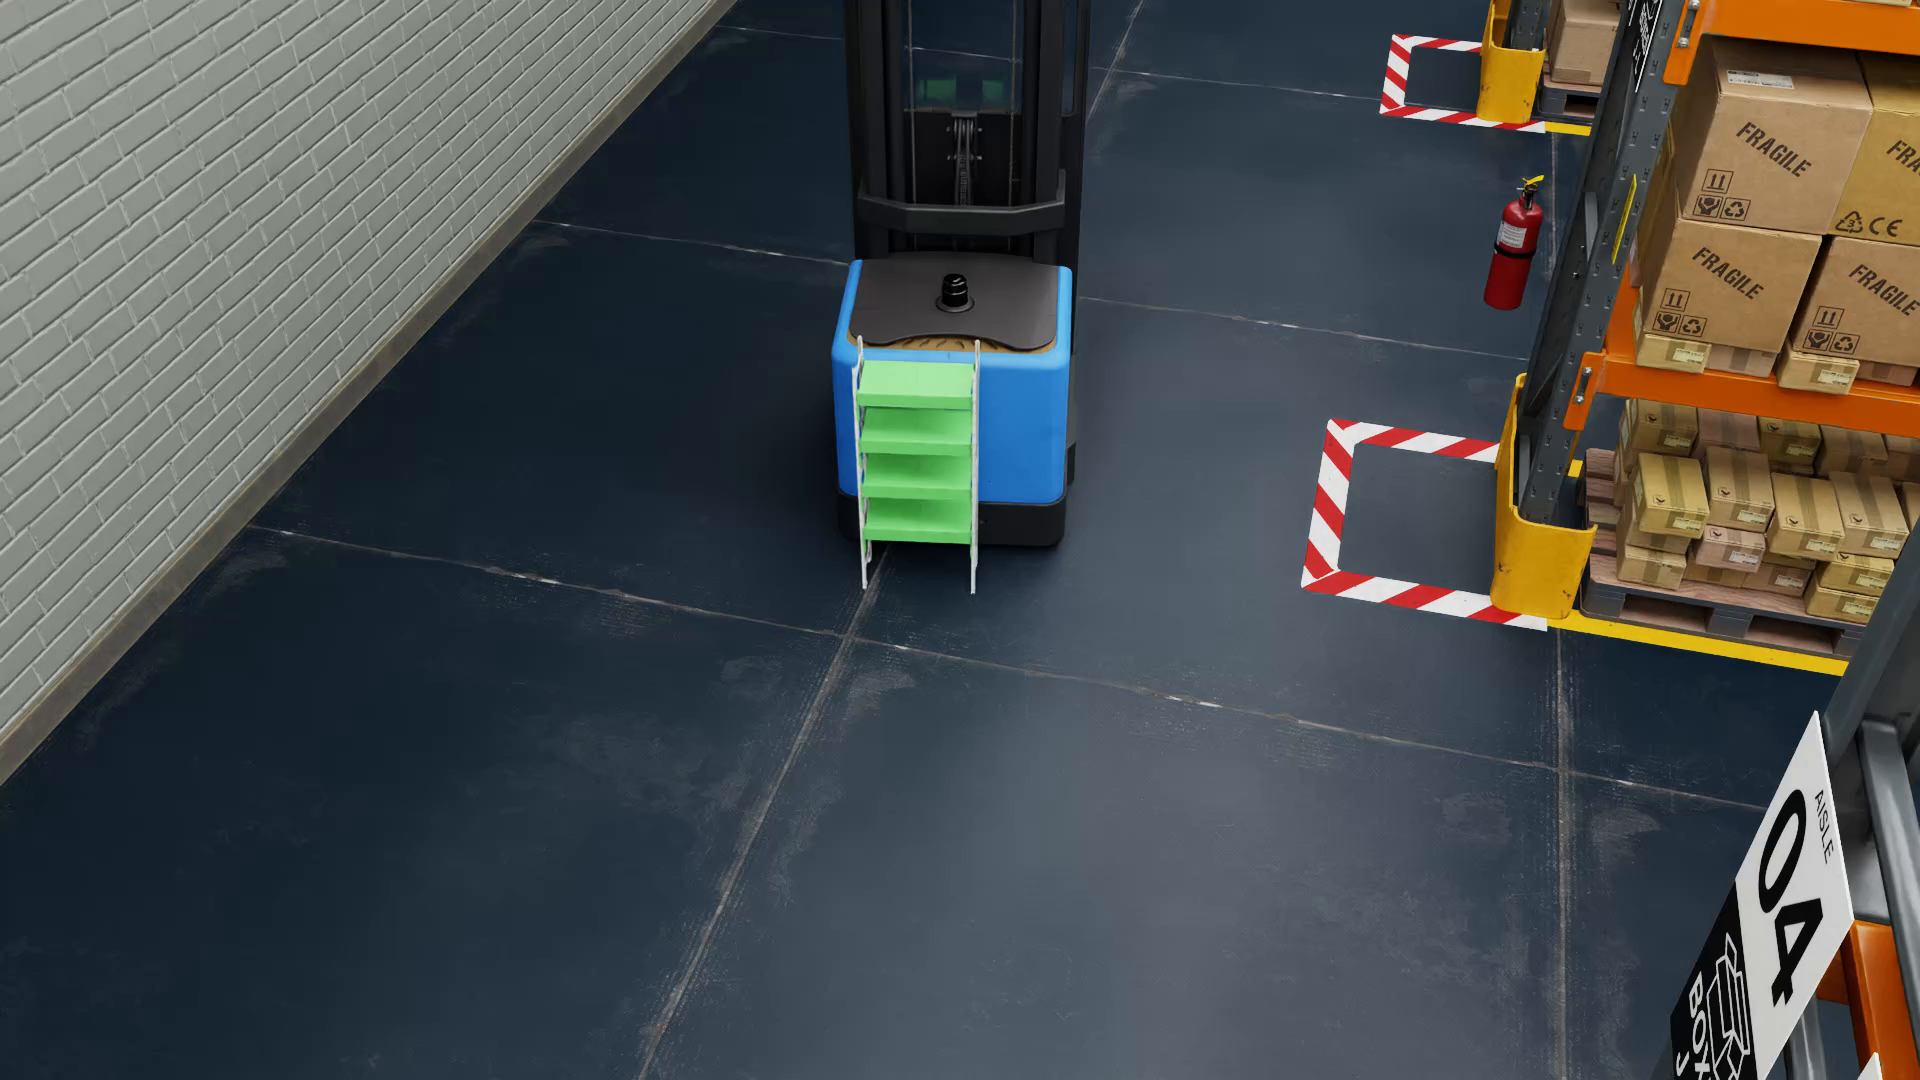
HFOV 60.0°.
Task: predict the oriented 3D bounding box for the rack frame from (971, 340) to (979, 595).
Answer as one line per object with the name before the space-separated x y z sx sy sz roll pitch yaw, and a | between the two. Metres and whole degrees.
rack frame | 0.065 -0.290 7.161 0.015 1.200 0.240 2 40 3

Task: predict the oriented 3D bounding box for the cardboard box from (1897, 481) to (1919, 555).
cardboard box | 4.050 -0.056 6.912 0.250 0.149 0.380 11 41 13

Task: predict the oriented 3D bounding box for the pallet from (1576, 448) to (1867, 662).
pallet | 3.447 0.046 7.531 1.213 0.211 1.003 10 41 11

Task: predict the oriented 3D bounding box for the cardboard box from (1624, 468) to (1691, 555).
cardboard box | 3.037 -0.128 7.229 0.250 0.149 0.380 11 41 13

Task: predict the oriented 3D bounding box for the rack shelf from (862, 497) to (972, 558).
rack shelf | -0.178 -0.069 7.370 0.480 0.148 0.258 2 40 3

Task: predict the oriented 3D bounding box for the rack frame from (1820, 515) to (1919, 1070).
rack frame | 1.218 -0.424 1.258 0.127 3.000 1.000 10 41 11

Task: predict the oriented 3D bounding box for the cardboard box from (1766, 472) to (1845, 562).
cardboard box | 3.524 -0.098 6.962 0.250 0.149 0.380 10 41 11

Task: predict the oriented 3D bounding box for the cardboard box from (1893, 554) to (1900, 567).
cardboard box | 4.047 0.033 7.037 0.250 0.149 0.380 8 41 9

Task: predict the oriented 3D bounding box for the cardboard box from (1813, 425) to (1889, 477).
cardboard box | 3.919 -0.434 7.362 0.250 0.149 0.380 8 41 10

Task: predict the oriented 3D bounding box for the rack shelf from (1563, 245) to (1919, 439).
rack shelf | 4.530 -0.584 6.672 4.000 0.370 1.077 10 41 11

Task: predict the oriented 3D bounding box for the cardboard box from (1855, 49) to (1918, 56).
cardboard box | 3.593 -1.721 6.380 0.500 0.500 0.500 8 41 10

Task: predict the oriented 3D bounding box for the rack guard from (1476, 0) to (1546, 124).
rack guard | 3.756 -3.331 11.327 0.348 0.500 1.175 10 41 11

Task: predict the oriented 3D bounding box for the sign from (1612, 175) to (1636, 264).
sign | 2.457 -1.186 6.157 0.005 0.325 0.100 10 41 11

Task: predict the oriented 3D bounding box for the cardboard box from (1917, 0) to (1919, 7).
cardboard box | 3.473 -1.959 5.535 0.500 0.250 0.500 11 41 13

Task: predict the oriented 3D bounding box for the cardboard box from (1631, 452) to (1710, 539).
cardboard box | 3.016 -0.190 7.072 0.250 0.149 0.380 8 41 9

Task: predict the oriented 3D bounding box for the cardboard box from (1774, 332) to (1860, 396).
cardboard box | 3.328 -0.743 6.498 0.250 0.149 0.380 9 41 10

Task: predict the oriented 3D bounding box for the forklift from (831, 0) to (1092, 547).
forklift | 0.050 -2.026 7.883 1.130 2.935 3.031 2 40 3

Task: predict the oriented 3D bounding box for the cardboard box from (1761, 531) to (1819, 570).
cardboard box | 3.547 -0.062 7.150 0.250 0.149 0.380 10 41 12

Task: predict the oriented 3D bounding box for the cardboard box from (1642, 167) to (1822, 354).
cardboard box | 2.960 -1.098 6.416 0.500 0.500 0.500 12 41 13

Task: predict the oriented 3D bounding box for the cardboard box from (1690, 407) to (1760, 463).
cardboard box | 3.402 -0.481 7.418 0.250 0.149 0.380 11 41 12

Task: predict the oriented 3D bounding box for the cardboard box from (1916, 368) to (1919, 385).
cardboard box | 3.870 -0.725 6.476 0.250 0.149 0.380 9 41 11

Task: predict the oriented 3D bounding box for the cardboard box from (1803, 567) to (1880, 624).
cardboard box | 3.755 0.165 7.111 0.250 0.149 0.380 10 41 12

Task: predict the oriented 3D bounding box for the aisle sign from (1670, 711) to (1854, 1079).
aisle sign | 1.226 0.679 2.588 0.004 0.787 0.394 10 41 11

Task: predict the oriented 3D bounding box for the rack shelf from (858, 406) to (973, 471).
rack shelf | -0.179 -0.435 7.060 0.480 0.148 0.258 2 40 3

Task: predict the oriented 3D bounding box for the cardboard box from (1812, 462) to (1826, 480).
cardboard box | 3.917 -0.270 7.398 0.250 0.149 0.380 9 41 11

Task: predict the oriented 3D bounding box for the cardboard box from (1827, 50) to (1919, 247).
cardboard box | 3.452 -1.407 6.007 0.500 0.500 0.500 11 41 13

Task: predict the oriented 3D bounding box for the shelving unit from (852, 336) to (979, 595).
shelving unit | -0.179 -0.300 7.174 0.503 1.200 0.258 2 40 3

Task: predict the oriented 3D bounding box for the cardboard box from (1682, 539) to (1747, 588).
cardboard box | 3.295 0.018 7.287 0.250 0.149 0.380 10 41 11

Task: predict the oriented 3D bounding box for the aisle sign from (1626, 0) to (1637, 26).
aisle sign | 2.605 -2.386 6.237 0.004 0.787 0.394 10 41 11

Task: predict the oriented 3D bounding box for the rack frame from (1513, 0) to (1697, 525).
rack frame | 2.598 -1.192 6.837 0.127 3.000 1.000 10 41 11

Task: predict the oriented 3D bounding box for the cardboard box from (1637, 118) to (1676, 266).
cardboard box | 3.098 -1.429 6.810 0.500 0.500 0.500 11 41 12

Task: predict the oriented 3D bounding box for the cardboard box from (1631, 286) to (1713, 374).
cardboard box | 2.826 -0.838 6.611 0.250 0.149 0.380 9 41 11

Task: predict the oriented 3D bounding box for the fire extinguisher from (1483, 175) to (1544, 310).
fire extinguisher | 2.474 -1.348 7.373 0.183 0.674 0.296 10 41 11
